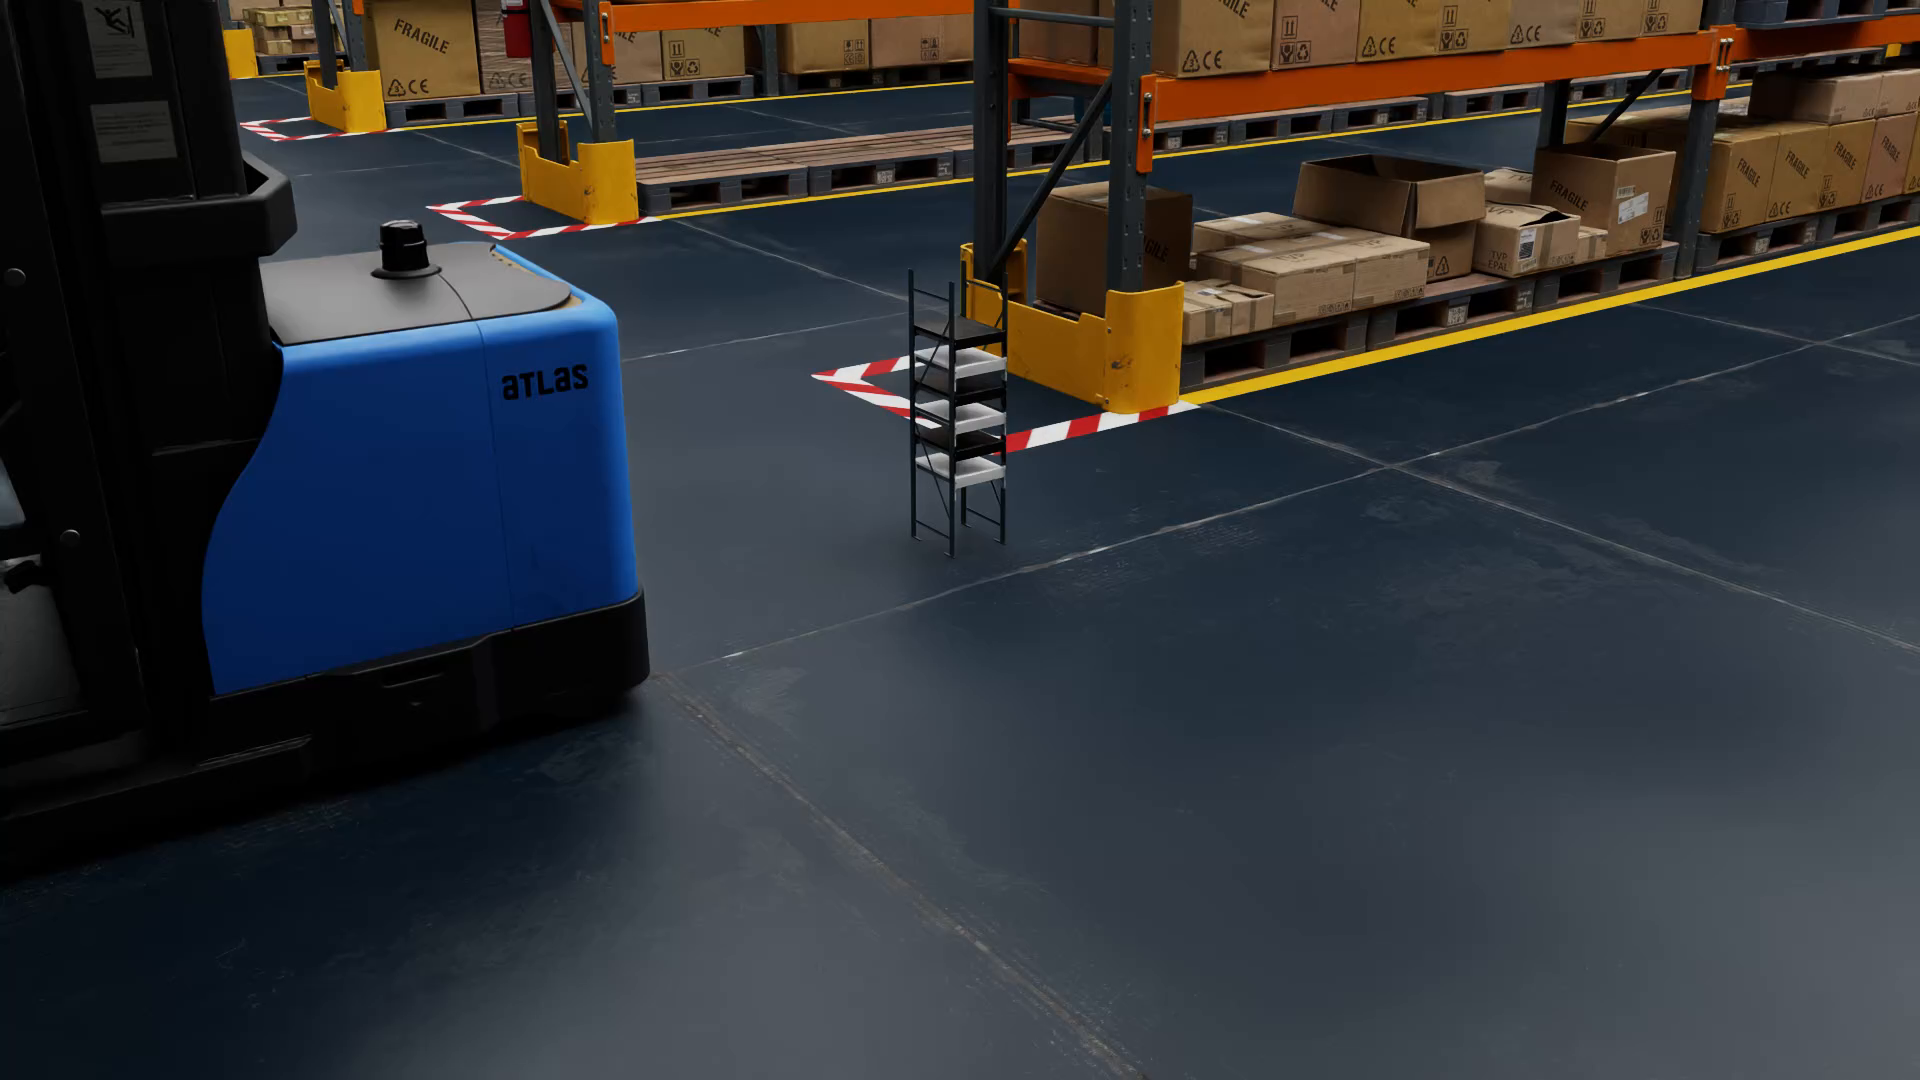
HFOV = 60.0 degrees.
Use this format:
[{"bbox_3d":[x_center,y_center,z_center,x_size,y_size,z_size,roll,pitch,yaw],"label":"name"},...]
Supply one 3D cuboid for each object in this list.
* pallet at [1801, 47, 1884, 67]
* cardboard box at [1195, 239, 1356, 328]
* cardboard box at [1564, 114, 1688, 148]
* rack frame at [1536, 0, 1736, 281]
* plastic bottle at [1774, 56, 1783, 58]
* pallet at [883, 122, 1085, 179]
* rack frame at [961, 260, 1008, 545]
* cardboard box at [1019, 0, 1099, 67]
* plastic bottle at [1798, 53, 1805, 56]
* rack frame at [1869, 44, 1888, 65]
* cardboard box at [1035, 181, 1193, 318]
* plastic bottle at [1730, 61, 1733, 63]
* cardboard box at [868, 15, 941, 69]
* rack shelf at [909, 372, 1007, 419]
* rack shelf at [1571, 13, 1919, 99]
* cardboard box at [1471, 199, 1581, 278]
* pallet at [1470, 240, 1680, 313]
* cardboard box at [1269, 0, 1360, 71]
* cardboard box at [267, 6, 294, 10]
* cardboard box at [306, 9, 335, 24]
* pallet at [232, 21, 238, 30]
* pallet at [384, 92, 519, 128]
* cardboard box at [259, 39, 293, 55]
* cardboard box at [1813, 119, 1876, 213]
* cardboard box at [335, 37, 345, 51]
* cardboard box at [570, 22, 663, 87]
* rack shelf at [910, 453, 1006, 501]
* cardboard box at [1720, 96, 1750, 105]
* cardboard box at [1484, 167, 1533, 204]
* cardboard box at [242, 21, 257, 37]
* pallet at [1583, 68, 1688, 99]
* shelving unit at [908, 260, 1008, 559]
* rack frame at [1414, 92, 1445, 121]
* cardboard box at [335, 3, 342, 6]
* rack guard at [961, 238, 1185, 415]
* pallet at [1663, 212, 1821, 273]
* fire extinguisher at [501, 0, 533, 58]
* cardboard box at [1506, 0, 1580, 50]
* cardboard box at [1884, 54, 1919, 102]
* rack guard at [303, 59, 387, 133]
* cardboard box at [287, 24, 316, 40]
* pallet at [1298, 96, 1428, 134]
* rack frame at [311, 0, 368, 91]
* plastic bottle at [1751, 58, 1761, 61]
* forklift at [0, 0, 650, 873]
[{"bbox_3d":[9.797,-5.545,19.101,1.213,0.211,1.003,-15,26,-33],"label":"pallet"},{"bbox_3d":[1.409,-1.159,7.463,0.500,0.250,0.500,-15,26,-33],"label":"cardboard box"},{"bbox_3d":[3.876,-2.193,9.718,0.500,0.500,0.500,-15,26,-33],"label":"cardboard box"},{"bbox_3d":[3.643,-2.957,8.852,0.127,3.000,1.000,-15,26,-33],"label":"rack frame"},{"bbox_3d":[8.794,-5.376,17.897,0.185,0.351,0.144,-14,26,-31],"label":"plastic bottle"},{"bbox_3d":[0.179,-2.982,12.678,1.213,0.211,1.003,-15,26,-33],"label":"pallet"},{"bbox_3d":[0.076,-0.438,5.374,0.006,0.900,0.240,-15,26,-33],"label":"rack frame"},{"bbox_3d":[0.600,-2.316,7.112,0.500,0.500,0.500,-14,26,-31],"label":"cardboard box"},{"bbox_3d":[9.175,-5.428,18.116,0.133,0.283,0.061,-14,26,-32],"label":"plastic bottle"},{"bbox_3d":[10.494,-7.045,19.098,0.127,3.000,1.000,-15,26,-33],"label":"rack frame"},{"bbox_3d":[0.693,-1.326,7.545,0.500,0.500,0.500,-15,26,-33],"label":"cardboard box"},{"bbox_3d":[8.008,-5.134,17.390,0.135,0.276,0.152,-14,26,-31],"label":"plastic bottle"},{"bbox_3d":[-0.907,-5.484,17.487,0.875,0.875,1.225,-16,27,-35],"label":"cardboard box"},{"bbox_3d":[-0.007,-0.469,5.298,0.200,0.077,0.258,-15,26,-33],"label":"rack shelf"},{"bbox_3d":[5.266,-3.055,10.071,4.000,0.370,1.077,-15,26,-33],"label":"rack shelf"},{"bbox_3d":[2.737,-1.541,8.339,0.500,0.311,0.500,-15,26,-33],"label":"cardboard box"},{"bbox_3d":[3.085,-1.513,8.997,1.213,0.211,1.003,-15,26,-33],"label":"pallet"},{"bbox_3d":[1.326,-2.267,6.990,0.500,0.500,0.500,-15,26,-33],"label":"cardboard box"},{"bbox_3d":[-7.682,-5.961,18.859,0.250,0.149,0.380,-14,26,-32],"label":"cardboard box"},{"bbox_3d":[-7.145,-5.856,18.596,0.250,0.149,0.380,-15,26,-33],"label":"cardboard box"},{"bbox_3d":[-10.571,-6.955,22.634,1.213,0.211,1.003,-15,26,-33],"label":"pallet"},{"bbox_3d":[-4.783,-3.973,15.163,1.213,0.211,1.003,-15,26,-33],"label":"pallet"},{"bbox_3d":[-7.589,-5.474,18.441,0.250,0.149,0.380,-14,26,-32],"label":"cardboard box"},{"bbox_3d":[5.014,-2.256,9.876,0.500,0.500,0.500,-15,26,-32],"label":"cardboard box"},{"bbox_3d":[-6.955,-5.633,18.841,0.250,0.149,0.380,-15,26,-32],"label":"cardboard box"},{"bbox_3d":[-3.453,-4.832,15.853,0.875,0.875,0.875,-15,26,-33],"label":"cardboard box"},{"bbox_3d":[-0.007,-0.218,5.398,0.200,0.077,0.258,-15,26,-33],"label":"rack shelf"},{"bbox_3d":[5.101,-2.517,10.529,0.500,0.500,0.500,-16,27,-35],"label":"cardboard box"},{"bbox_3d":[3.176,-1.886,9.205,0.500,0.311,0.500,-15,26,-33],"label":"cardboard box"},{"bbox_3d":[-7.940,-5.795,18.844,0.250,0.149,0.380,-16,27,-34],"label":"cardboard box"},{"bbox_3d":[6.632,-4.702,16.990,1.213,0.211,1.003,-15,26,-33],"label":"pallet"},{"bbox_3d":[-0.007,-0.416,5.319,0.210,0.900,0.258,-15,26,-33],"label":"shelving unit"},{"bbox_3d":[4.000,-5.313,14.759,0.127,3.000,1.000,-15,26,-33],"label":"rack frame"},{"bbox_3d":[-7.113,-6.167,19.376,0.250,0.149,0.380,-14,26,-31],"label":"cardboard box"},{"bbox_3d":[0.458,-0.946,7.187,0.348,0.500,1.175,-15,26,-33],"label":"rack guard"},{"bbox_3d":[4.281,-1.849,9.839,1.213,0.211,1.003,-15,26,-33],"label":"pallet"},{"bbox_3d":[-2.882,-3.477,10.763,0.183,0.674,0.296,-15,26,-33],"label":"fire extinguisher"},{"bbox_3d":[2.554,-2.594,7.808,0.500,0.500,0.500,-14,26,-32],"label":"cardboard box"},{"bbox_3d":[6.224,-2.927,10.547,0.500,0.250,0.500,-14,26,-31],"label":"cardboard box"},{"bbox_3d":[-5.406,-3.906,14.604,0.348,0.500,1.175,-15,26,-33],"label":"rack guard"},{"bbox_3d":[-7.371,-5.673,18.540,0.250,0.149,0.380,-15,26,-33],"label":"cardboard box"},{"bbox_3d":[3.384,-3.835,14.816,1.213,0.211,1.003,-15,26,-33],"label":"pallet"},{"bbox_3d":[-5.387,-5.072,14.153,0.127,3.000,1.000,-15,26,-33],"label":"rack frame"},{"bbox_3d":[8.456,-5.236,17.636,0.133,0.283,0.061,-14,25,-31],"label":"plastic bottle"},{"bbox_3d":[-2.342,-0.790,3.515,3.031,2.935,1.130,-13,25,-30],"label":"forklift"}]
